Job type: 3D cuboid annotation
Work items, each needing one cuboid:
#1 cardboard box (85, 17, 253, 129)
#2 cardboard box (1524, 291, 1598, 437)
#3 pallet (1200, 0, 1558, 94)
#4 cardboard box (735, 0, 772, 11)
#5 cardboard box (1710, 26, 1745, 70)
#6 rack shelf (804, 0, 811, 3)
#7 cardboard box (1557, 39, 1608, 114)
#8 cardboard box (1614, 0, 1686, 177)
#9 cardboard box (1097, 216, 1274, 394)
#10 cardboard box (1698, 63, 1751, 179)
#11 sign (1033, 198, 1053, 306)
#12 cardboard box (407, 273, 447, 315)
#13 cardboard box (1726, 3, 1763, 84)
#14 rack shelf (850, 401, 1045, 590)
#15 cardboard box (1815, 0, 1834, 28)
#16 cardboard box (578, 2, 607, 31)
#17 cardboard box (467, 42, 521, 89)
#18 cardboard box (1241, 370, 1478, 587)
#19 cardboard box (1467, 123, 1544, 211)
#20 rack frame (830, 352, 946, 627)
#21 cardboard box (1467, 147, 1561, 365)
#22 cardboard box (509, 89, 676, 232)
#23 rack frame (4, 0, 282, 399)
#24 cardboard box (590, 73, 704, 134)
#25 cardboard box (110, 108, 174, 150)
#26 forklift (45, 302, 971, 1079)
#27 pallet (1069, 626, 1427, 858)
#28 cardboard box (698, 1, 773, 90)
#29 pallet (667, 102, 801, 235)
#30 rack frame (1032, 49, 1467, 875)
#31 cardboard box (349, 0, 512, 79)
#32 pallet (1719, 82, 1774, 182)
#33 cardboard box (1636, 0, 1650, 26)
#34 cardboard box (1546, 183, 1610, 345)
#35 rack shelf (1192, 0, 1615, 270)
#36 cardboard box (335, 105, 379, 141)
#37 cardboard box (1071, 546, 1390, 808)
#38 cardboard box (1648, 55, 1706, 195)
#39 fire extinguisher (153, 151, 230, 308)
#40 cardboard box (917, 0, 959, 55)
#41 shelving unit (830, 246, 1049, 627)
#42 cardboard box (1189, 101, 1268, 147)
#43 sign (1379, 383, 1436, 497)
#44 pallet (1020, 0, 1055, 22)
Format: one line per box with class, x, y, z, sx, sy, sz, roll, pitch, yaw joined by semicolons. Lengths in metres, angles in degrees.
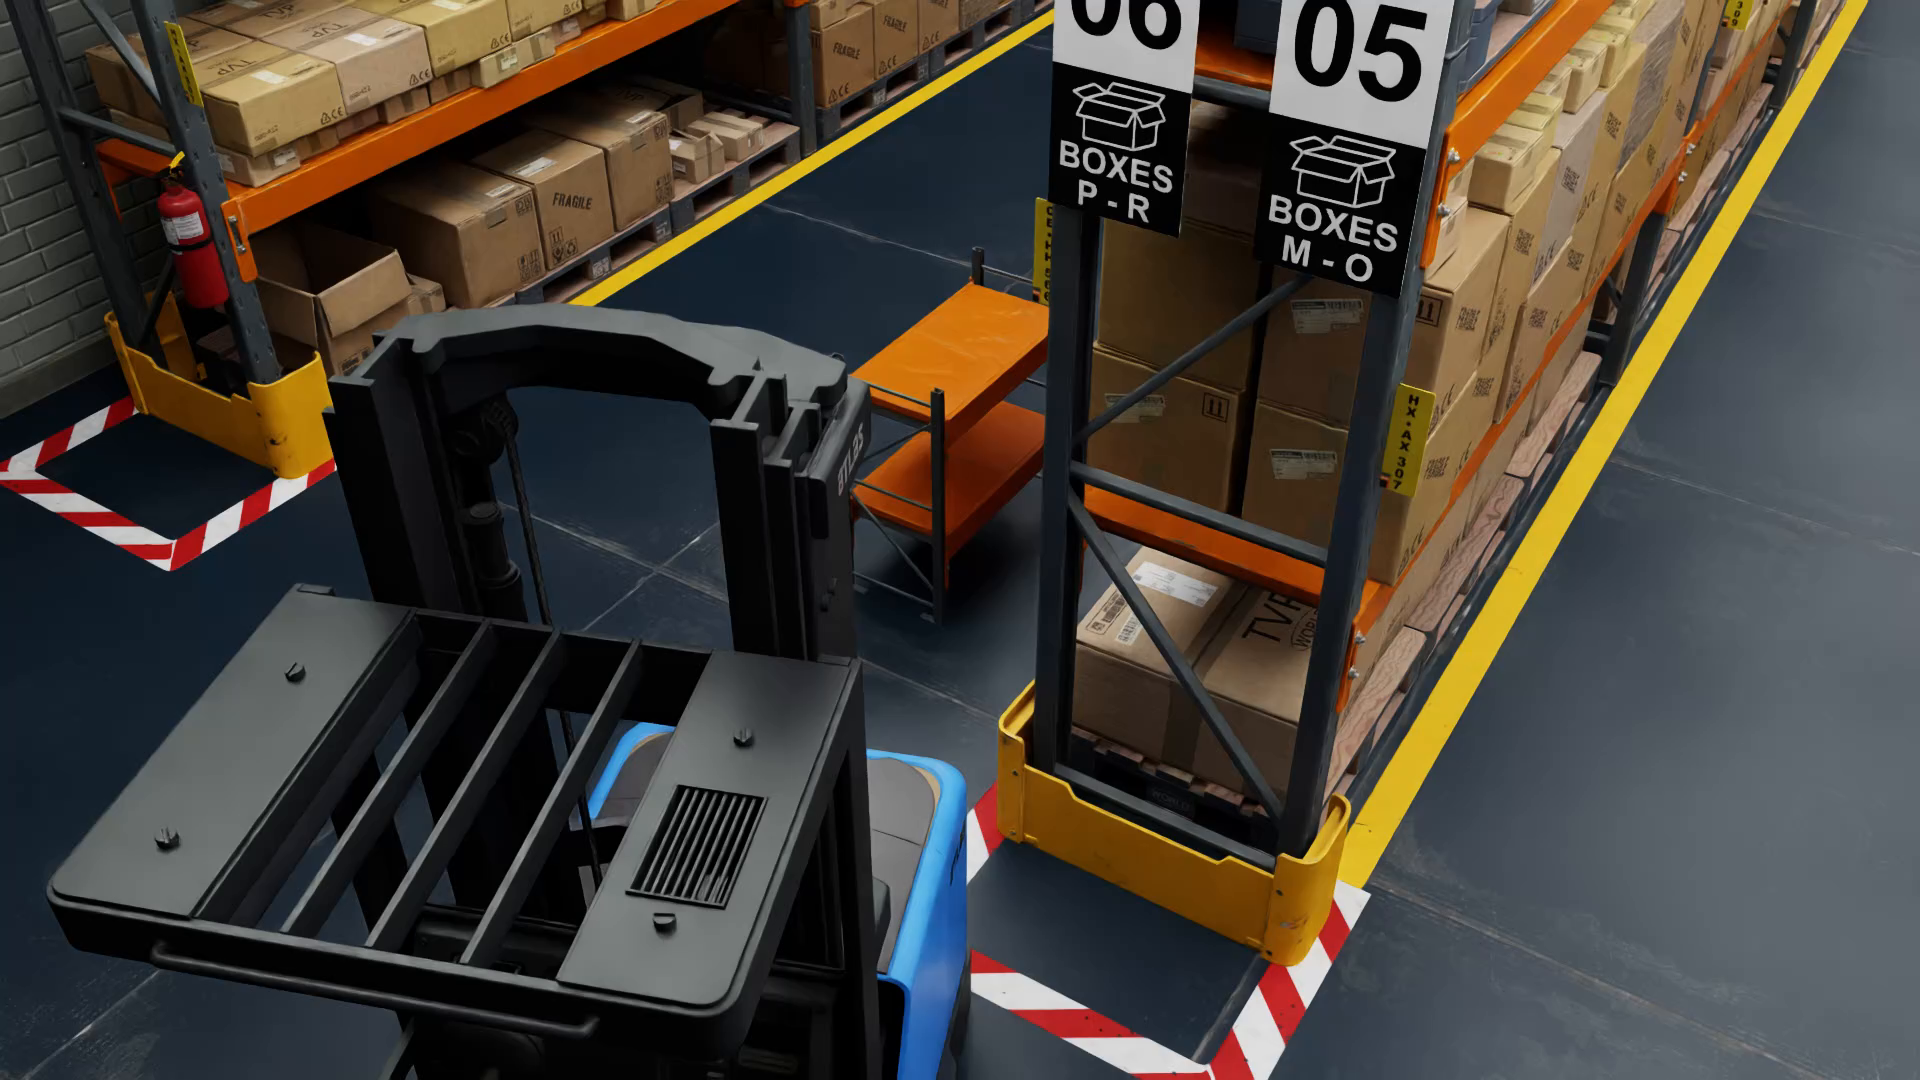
cardboard box;-3.467;-2.073;7.361;0.500;0.250;0.500;22;43;26
cardboard box;2.420;-0.994;7.837;0.875;0.438;0.875;21;42;24
pallet;1.093;-1.607;4.494;1.003;0.211;1.213;21;42;25
cardboard box;-1.392;-3.470;10.466;0.380;0.149;0.250;19;42;23
cardboard box;3.321;-2.404;7.625;0.500;0.250;0.500;20;42;24
rack shelf;-0.274;-4.499;11.218;1.077;0.370;4.000;21;42;25
cardboard box;1.836;-1.518;5.330;0.380;0.149;0.250;22;43;26
cardboard box;2.284;-1.708;6.108;0.500;0.500;0.500;22;43;26
cardboard box;0.761;-0.831;4.970;0.500;0.500;0.500;23;43;27
cardboard box;4.069;-2.730;9.731;0.875;0.875;0.875;22;43;26
sign;0.253;-0.806;4.696;0.100;0.325;0.005;21;42;25
cardboard box;-2.821;-1.218;8.365;0.380;0.149;0.250;19;42;23
cardboard box;3.582;-2.479;8.132;0.500;0.250;0.500;20;42;24
rack shelf;-0.004;-0.248;7.051;0.538;0.278;1.000;21;42;25
cardboard box;5.690;-3.990;11.777;0.950;0.372;0.625;20;42;24
cardboard box;-2.053;-2.759;8.578;0.380;0.149;0.250;22;43;26
cardboard box;-2.349;-2.318;8.006;0.380;0.149;0.250;20;42;24
cardboard box;1.204;-0.262;5.051;0.500;0.500;0.500;21;42;25
cardboard box;1.445;-1.109;4.799;0.380;0.149;0.250;23;43;26
rack frame;-0.276;-0.180;6.562;0.500;1.125;0.032;21;42;25
cardboard box;1.473;-0.927;5.095;0.500;0.500;0.500;20;42;24
cardboard box;-2.034;-2.114;9.239;0.700;0.500;0.500;20;42;23
rack frame;-3.489;-1.690;6.986;1.000;3.000;0.127;21;42;25
cardboard box;-1.899;-2.591;10.012;0.500;0.311;0.500;23;43;27
cardboard box;-3.538;-1.850;7.398;0.380;0.149;0.250;21;42;25
forklift;-0.761;1.139;3.372;1.130;2.935;3.031;7;38;9
pallet;1.067;0.598;6.302;1.003;0.211;1.213;21;42;25
cardboard box;-1.333;-3.279;10.750;0.500;0.500;0.500;21;42;25
pallet;-1.715;-2.294;10.053;1.003;0.211;1.213;21;42;25
rack frame;0.704;-0.069;4.882;1.000;3.000;0.127;21;42;25
cardboard box;-2.480;-2.417;7.808;0.500;0.250;0.500;20;42;24
pallet;4.504;-2.707;10.588;1.003;0.211;1.213;21;42;25
cardboard box;2.213;-1.922;5.854;0.380;0.149;0.250;20;42;24
cardboard box;1.993;-1.052;6.076;0.500;0.500;0.500;23;43;27
rack shelf;1.776;-2.003;5.524;1.077;0.370;4.000;21;42;25
cardboard box;-2.873;-1.964;7.546;0.380;0.149;0.250;21;42;25
cardboard box;0.973;0.407;6.020;0.875;0.438;0.875;20;42;24
cardboard box;2.815;-1.848;7.108;0.500;0.500;0.500;22;43;26
fire extinguisher;-3.178;-1.285;6.829;0.296;0.674;0.183;21;42;25
cardboard box;-0.349;-3.638;11.216;0.500;0.500;0.500;20;42;24
shelving unit;-0.004;-0.442;6.902;0.538;1.125;1.048;21;42;25
cardboard box;0.843;-1.150;4.853;0.380;0.149;0.250;22;43;26
sign;1.170;-0.258;4.354;0.100;0.325;0.005;21;42;25
pallet;0.365;-4.338;12.704;1.003;0.211;1.213;21;42;25
